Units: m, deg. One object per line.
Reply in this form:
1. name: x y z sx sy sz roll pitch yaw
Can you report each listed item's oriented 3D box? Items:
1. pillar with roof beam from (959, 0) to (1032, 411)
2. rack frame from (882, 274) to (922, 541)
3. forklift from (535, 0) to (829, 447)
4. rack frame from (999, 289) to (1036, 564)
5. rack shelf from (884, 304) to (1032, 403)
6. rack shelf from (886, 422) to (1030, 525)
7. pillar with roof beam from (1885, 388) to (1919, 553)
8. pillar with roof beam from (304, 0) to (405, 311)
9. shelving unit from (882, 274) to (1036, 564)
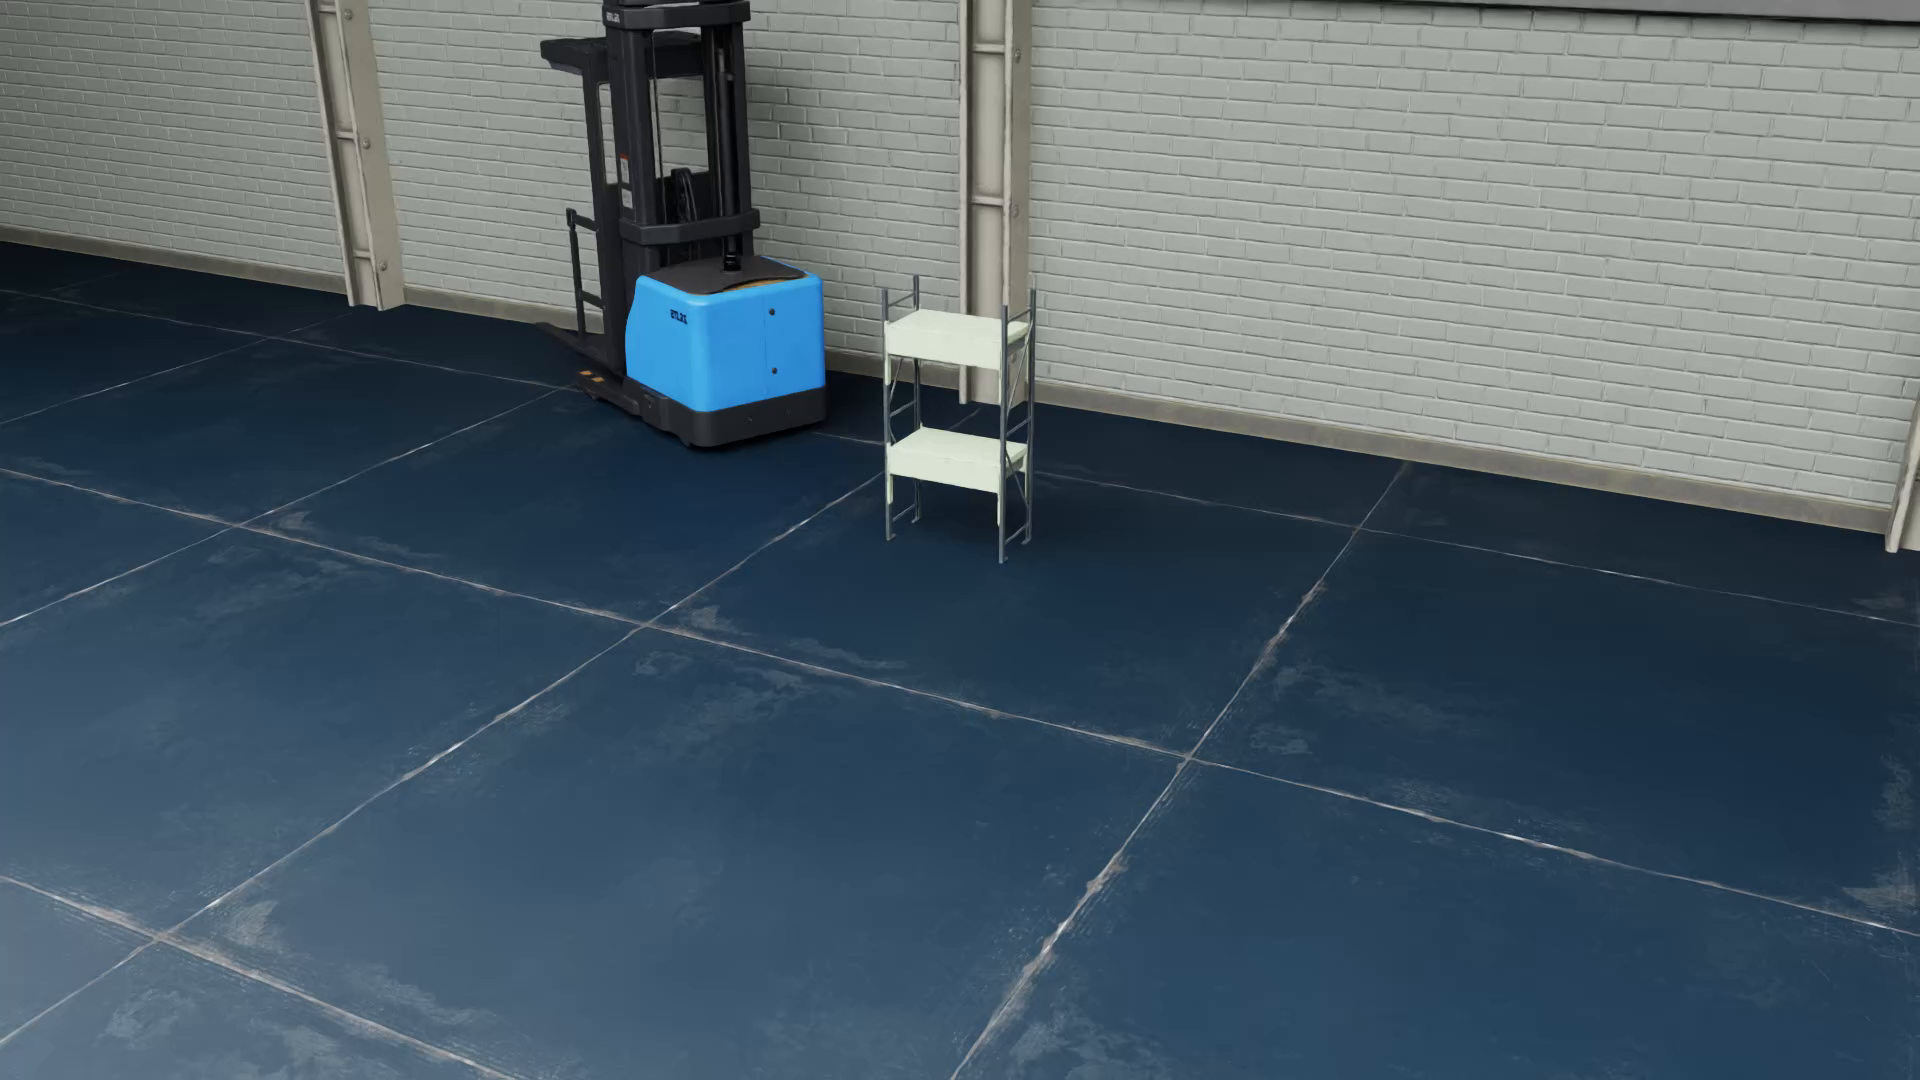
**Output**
1. pillar with roof beam: -1.705 -3.652 6.839 0.400 9.000 9.100 11 25 25
2. rack frame: -0.333 -0.756 9.611 0.023 1.500 0.400 11 25 25
3. forklift: -2.203 -2.478 11.832 1.130 2.935 3.031 -17 28 -34
4. rack frame: 0.321 -0.627 9.307 0.023 1.500 0.400 11 25 25
5. rack shelf: -0.006 -1.050 9.307 0.720 0.370 0.431 11 25 25
6. rack shelf: -0.006 -0.391 9.587 0.720 0.370 0.431 11 25 25
7. pillar with roof beam: 3.649 -2.593 4.348 0.400 9.000 9.100 11 25 25
8. pillar with roof beam: -7.060 -4.712 9.331 0.400 9.000 9.100 11 25 25
9. shelving unit: -0.006 -0.691 9.459 0.755 1.500 0.431 11 25 25
